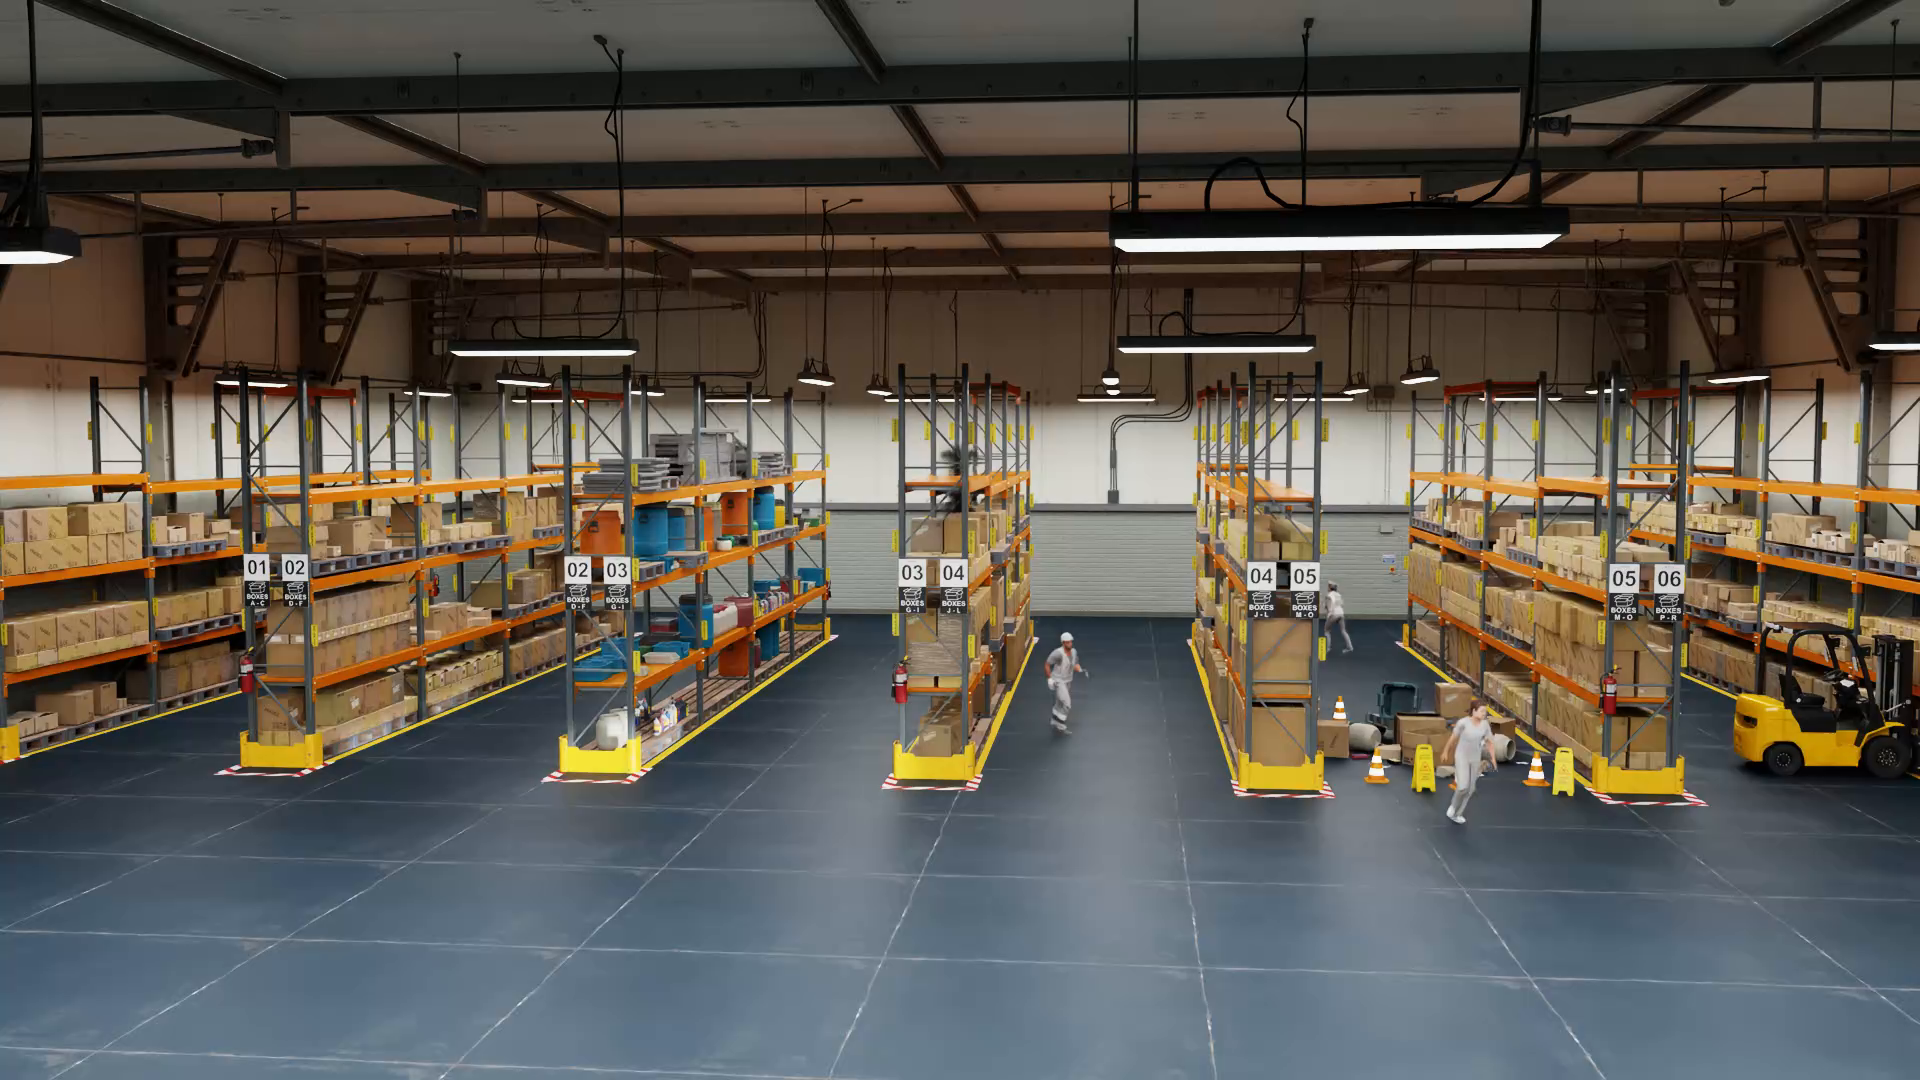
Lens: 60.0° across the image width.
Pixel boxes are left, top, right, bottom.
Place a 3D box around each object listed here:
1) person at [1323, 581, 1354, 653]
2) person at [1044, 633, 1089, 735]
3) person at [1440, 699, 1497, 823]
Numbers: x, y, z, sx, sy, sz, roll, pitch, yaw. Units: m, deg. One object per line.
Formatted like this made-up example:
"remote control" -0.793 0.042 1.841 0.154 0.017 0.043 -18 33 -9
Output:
"person" 8.516 1.768 37.599 0.598 1.660 0.943 -2 4 -30
"person" 1.749 2.390 27.730 0.839 1.740 0.683 3 5 39
"person" 6.517 2.827 21.260 0.562 1.632 0.609 -1 4 -13
